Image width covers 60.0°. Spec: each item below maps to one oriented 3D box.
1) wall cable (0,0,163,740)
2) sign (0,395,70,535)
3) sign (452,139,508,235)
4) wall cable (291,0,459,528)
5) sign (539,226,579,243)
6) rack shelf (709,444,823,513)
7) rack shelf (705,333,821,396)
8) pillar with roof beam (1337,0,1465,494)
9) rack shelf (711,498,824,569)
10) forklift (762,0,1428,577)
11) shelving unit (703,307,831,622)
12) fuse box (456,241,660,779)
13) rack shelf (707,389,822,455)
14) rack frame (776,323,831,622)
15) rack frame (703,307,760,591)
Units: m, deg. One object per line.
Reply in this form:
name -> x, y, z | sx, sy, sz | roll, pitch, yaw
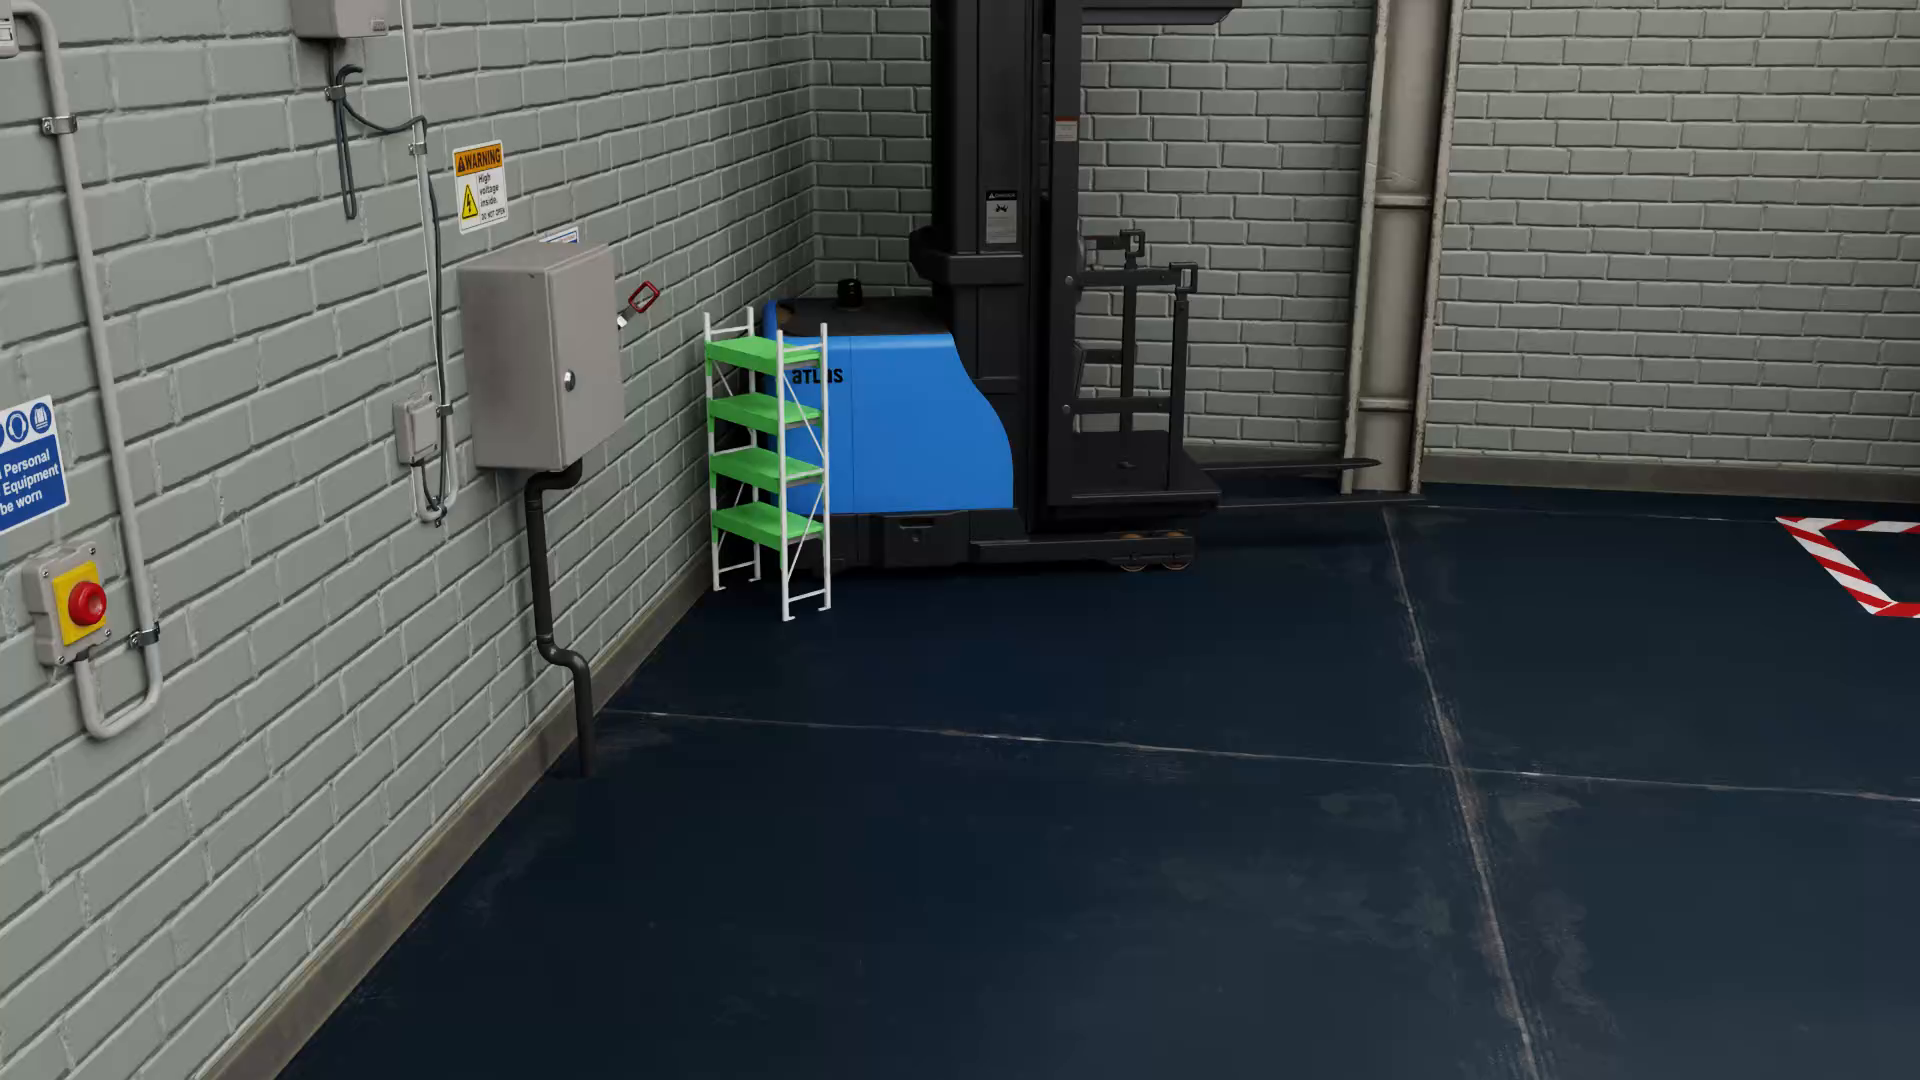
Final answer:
wall cable -> -1.669, -0.501, 2.922 | 0.123, 1.953, 0.585 | 3, 19, 9
sign -> -1.737, -0.120, 3.009 | 0.001, 0.218, 0.327 | 3, 19, 9
sign -> -1.405, -1.040, 4.881 | 0.001, 0.242, 0.339 | 3, 19, 9
wall cable -> -1.455, -0.931, 4.257 | 0.122, 1.984, 0.588 | 3, 19, 9
sign -> -1.318, -0.775, 5.542 | 0.001, 0.494, 0.329 | 3, 19, 9
rack shelf -> -0.794, -0.259, 6.881 | 0.258, 0.148, 0.480 | -15, 24, -41
rack shelf -> -0.789, -0.716, 6.734 | 0.258, 0.148, 0.480 | -15, 24, -41
pillar with roof beam -> 1.484, -3.197, 3.177 | 0.400, 9.000, 9.100 | 3, 19, 9
rack shelf -> -0.797, -0.031, 6.955 | 0.258, 0.148, 0.480 | -15, 24, -41
forklift -> 0.619, -1.414, 7.409 | 3.031, 2.935, 1.130 | -2, 19, -7
shelving unit -> -0.794, -0.320, 6.861 | 0.258, 1.200, 0.503 | -15, 24, -41
fuse box -> -1.192, -0.044, 5.237 | 0.414, 1.711, 0.539 | 3, 19, 9
rack shelf -> -0.792, -0.487, 6.807 | 0.258, 0.148, 0.480 | -15, 24, -41
rack frame -> -0.627, -0.263, 6.693 | 0.240, 1.200, 0.015 | -15, 24, -41
rack frame -> -0.960, -0.376, 7.030 | 0.240, 1.200, 0.015 | -15, 24, -41
